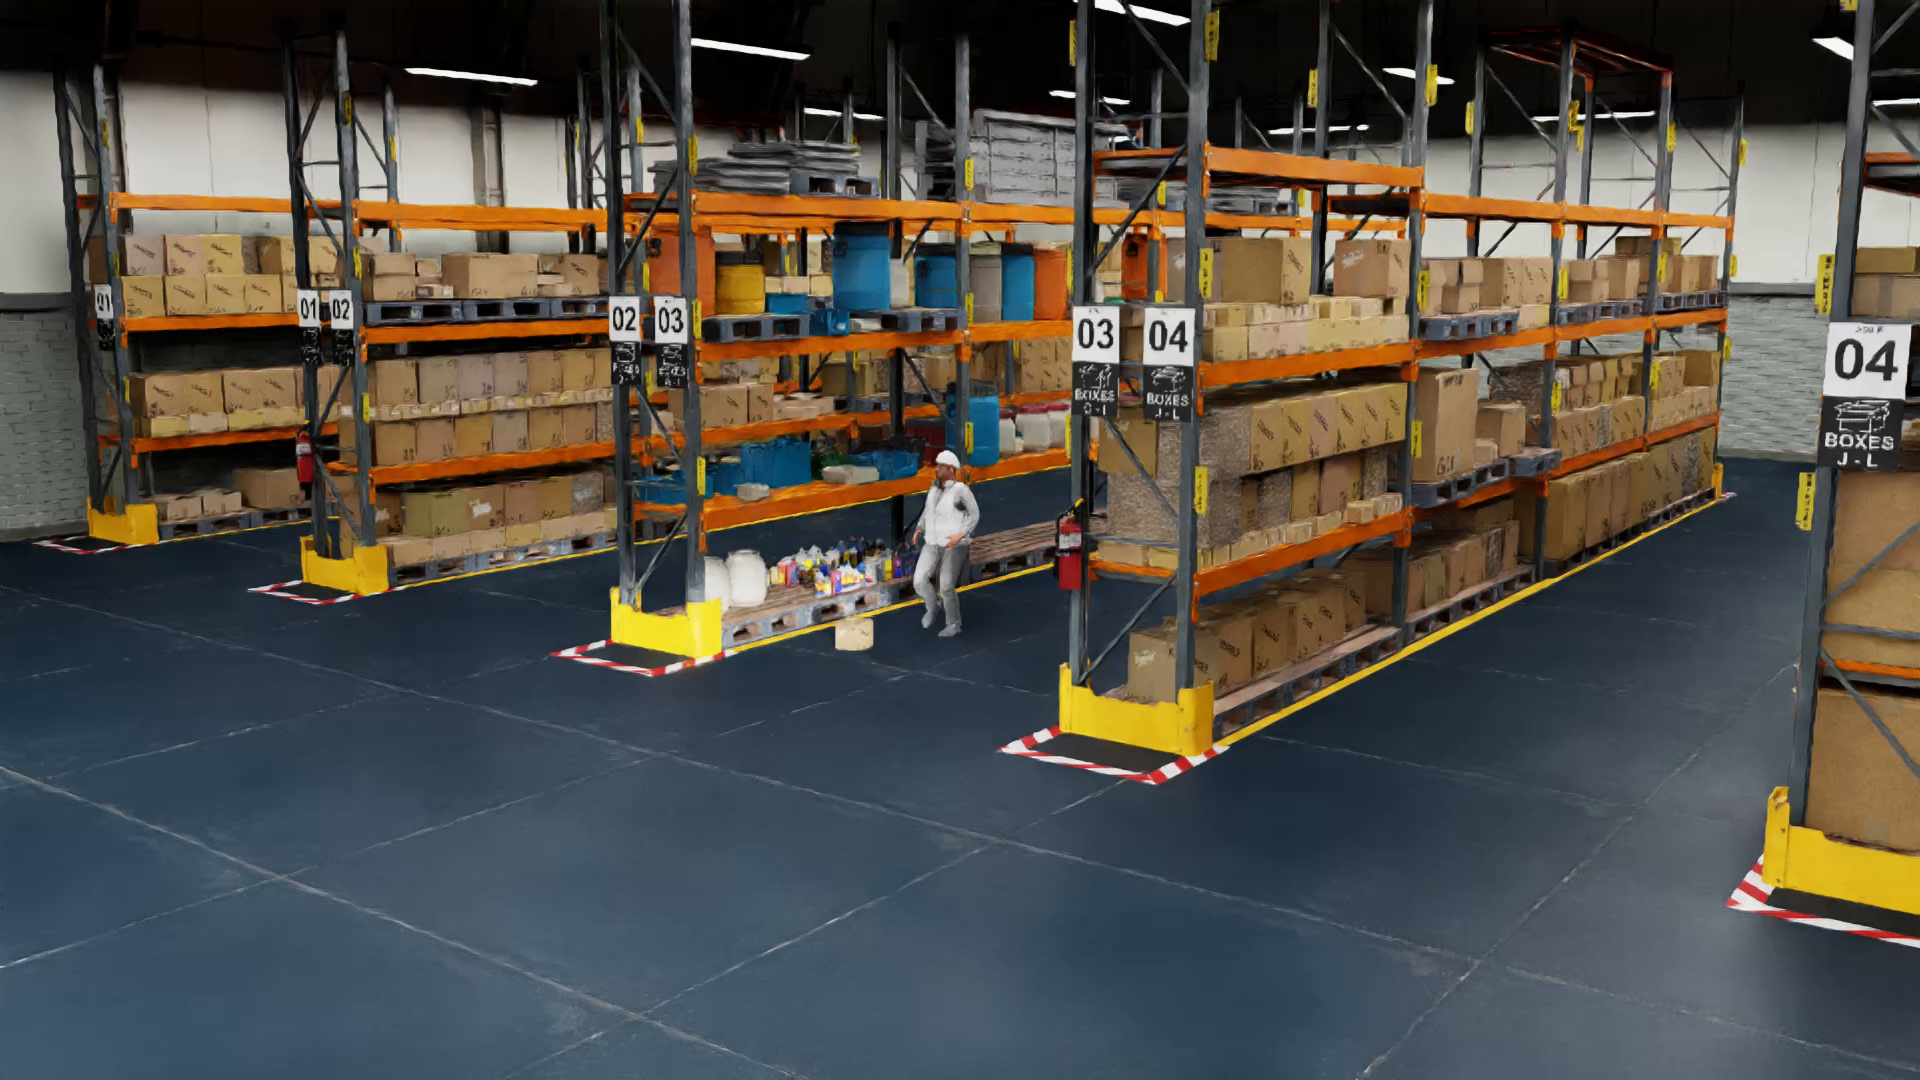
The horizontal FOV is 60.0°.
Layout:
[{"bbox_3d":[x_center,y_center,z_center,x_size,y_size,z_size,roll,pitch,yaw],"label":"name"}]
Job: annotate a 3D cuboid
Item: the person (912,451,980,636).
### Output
[{"bbox_3d":[-0.156,0.038,15.690,0.716,1.747,0.504,7,12,34],"label":"person"}]
